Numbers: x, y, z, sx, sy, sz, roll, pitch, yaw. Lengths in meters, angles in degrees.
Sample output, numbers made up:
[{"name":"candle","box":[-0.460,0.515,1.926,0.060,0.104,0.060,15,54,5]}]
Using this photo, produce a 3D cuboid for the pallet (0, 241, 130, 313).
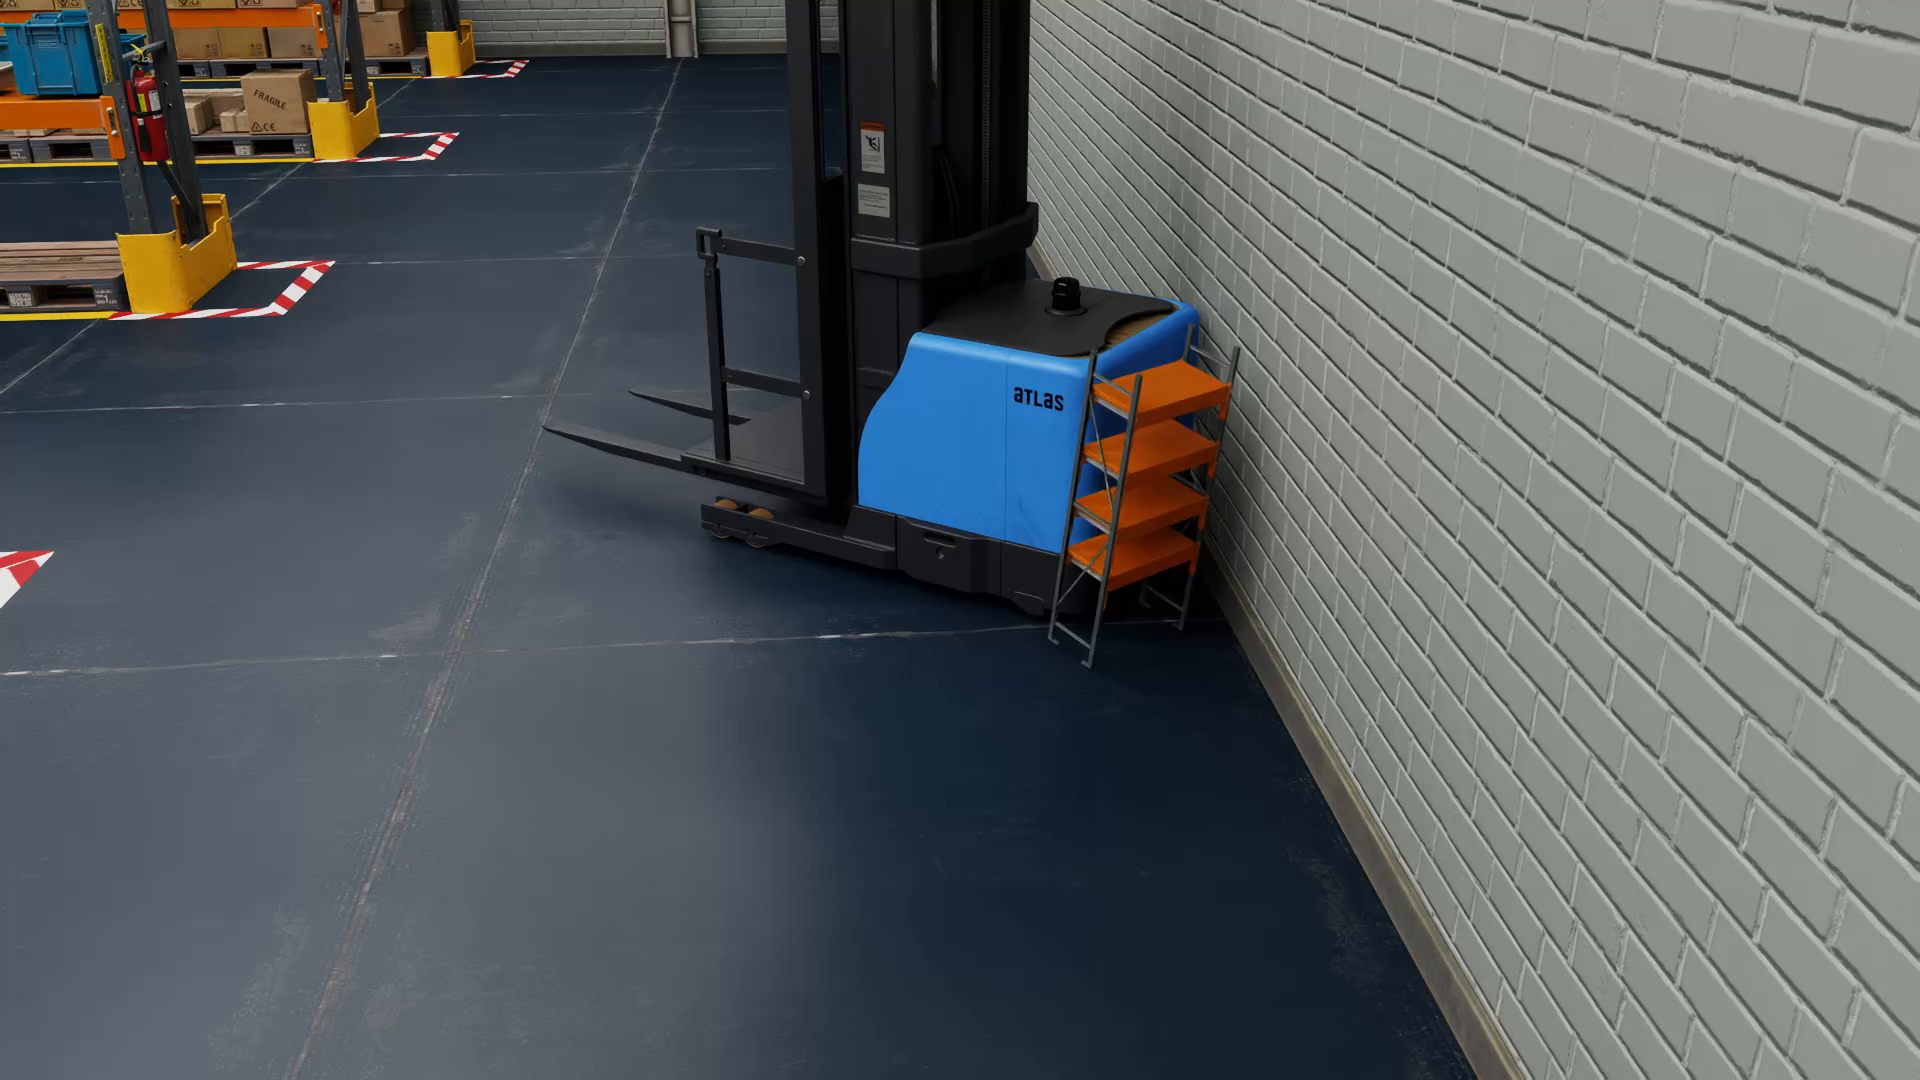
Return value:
[{"name":"pallet","box":[-5.949,-1.732,10.886,1.213,0.211,1.003,-2,24,-5]}]

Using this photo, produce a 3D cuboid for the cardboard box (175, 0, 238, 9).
[{"name":"cardboard box","box":[-6.543,-4.921,14.505,0.500,0.500,0.500,-2,24,-5]}]

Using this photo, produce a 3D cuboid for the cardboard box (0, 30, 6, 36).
[{"name":"cardboard box","box":[-10.713,-5.999,19.183,0.750,0.750,0.750,-2,24,-5]}]

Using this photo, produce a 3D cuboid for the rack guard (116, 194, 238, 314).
[{"name":"rack guard","box":[-5.102,-1.887,10.880,0.348,0.500,1.175,-2,24,-5]}]

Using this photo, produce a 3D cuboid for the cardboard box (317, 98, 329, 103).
[{"name":"cardboard box","box":[-6.058,-4.046,15.628,0.250,0.149,0.380,-2,24,-5]}]

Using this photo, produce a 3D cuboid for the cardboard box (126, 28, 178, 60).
[{"name":"cardboard box","box":[-9.325,-5.906,19.405,0.500,0.500,0.700,-2,24,-4]}]

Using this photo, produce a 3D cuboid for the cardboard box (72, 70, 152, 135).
[{"name":"cardboard box","box":[-7.719,-4.003,15.095,0.637,0.503,0.797,-2,24,-5]}]

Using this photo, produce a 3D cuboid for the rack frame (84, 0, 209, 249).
[{"name":"rack frame","box":[-5.125,-3.023,10.358,0.127,3.000,1.000,-2,24,-5]}]

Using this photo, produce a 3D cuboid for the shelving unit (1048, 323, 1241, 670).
[{"name":"shelving unit","box":[0.660,-0.151,6.077,0.503,1.200,0.258,-19,39,-36]}]

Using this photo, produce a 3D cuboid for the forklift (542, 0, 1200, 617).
[{"name":"forklift","box":[-0.532,-1.473,6.954,3.031,2.935,1.130,14,28,29]}]

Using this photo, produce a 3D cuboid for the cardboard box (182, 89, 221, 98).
[{"name":"cardboard box","box":[-7.172,-4.023,15.452,0.500,0.250,0.500,-2,24,-5]}]

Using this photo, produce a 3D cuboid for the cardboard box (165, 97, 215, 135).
[{"name":"cardboard box","box":[-7.073,-3.823,15.002,0.500,0.250,0.500,-2,24,-5]}]

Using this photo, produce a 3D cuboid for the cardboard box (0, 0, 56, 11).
[{"name":"cardboard box","box":[-8.047,-4.862,14.373,0.500,0.500,0.500,-2,24,-5]}]

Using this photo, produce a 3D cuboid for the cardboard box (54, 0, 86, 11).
[{"name":"cardboard box","box":[-7.541,-4.883,14.421,0.500,0.500,0.500,-3,24,-6]}]

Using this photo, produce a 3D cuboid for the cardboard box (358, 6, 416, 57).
[{"name":"cardboard box","box":[-6.785,-6.009,19.636,0.500,0.500,0.700,-2,24,-5]}]

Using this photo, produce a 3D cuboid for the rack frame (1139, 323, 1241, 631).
[{"name":"rack frame","box":[0.848,-0.215,6.220,0.015,1.200,0.240,-19,39,-36]}]

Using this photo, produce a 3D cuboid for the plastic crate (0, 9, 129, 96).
[{"name":"plastic crate","box":[-5.440,-2.978,10.139,0.499,0.435,0.616,-2,24,-5]}]

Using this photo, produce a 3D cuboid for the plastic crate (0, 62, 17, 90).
[{"name":"plastic crate","box":[-5.918,-2.824,10.162,0.243,0.136,0.396,-2,24,-5]}]

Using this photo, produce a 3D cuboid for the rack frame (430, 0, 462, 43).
[{"name":"rack frame","box":[-6.098,-7.028,19.368,0.127,3.000,1.000,-2,24,-5]}]

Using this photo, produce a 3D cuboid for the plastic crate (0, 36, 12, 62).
[{"name":"plastic crate","box":[-6.058,-3.071,10.598,0.300,0.233,0.416,-2,24,-5]}]

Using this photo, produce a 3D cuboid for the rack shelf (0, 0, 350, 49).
[{"name":"rack shelf","box":[-7.598,-4.617,14.830,4.000,0.370,1.077,-2,24,-5]}]

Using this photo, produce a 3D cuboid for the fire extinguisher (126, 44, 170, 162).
[{"name":"fire extinguisher","box":[-4.930,-2.640,10.050,0.183,0.674,0.296,-2,24,-5]}]

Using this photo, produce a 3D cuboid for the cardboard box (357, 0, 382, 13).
[{"name":"cardboard box","box":[-6.895,-6.226,19.327,0.250,0.149,0.380,-3,24,-6]}]

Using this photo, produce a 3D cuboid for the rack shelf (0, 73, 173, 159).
[{"name":"rack shelf","box":[-7.115,-2.615,10.325,4.000,0.370,1.077,-2,24,-5]}]

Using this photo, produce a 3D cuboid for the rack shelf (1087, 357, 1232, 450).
[{"name":"rack shelf","box":[0.698,-0.488,5.877,0.480,0.148,0.258,-19,39,-36]}]

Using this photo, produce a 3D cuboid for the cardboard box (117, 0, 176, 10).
[{"name":"cardboard box","box":[-7.040,-4.903,14.466,0.500,0.500,0.500,-2,24,-5]}]

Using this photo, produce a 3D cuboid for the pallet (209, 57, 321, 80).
[{"name":"pallet","box":[-8.098,-5.642,19.684,1.213,0.211,1.003,-2,24,-5]}]

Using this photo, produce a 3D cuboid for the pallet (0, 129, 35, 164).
[{"name":"pallet","box":[-8.905,-3.618,15.131,1.213,0.211,1.003,-2,24,-5]}]

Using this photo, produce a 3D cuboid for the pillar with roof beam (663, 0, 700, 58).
[{"name":"pillar with roof beam","box":[-3.073,-8.486,15.263,0.400,9.000,9.100,-2,24,-5]}]

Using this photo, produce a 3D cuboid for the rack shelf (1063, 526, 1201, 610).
[{"name":"rack shelf","box":[0.635,0.076,6.213,0.480,0.148,0.258,-19,39,-36]}]

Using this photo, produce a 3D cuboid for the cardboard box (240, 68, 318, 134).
[{"name":"cardboard box","box":[-6.125,-3.963,15.009,0.500,0.500,0.500,-2,24,-5]}]

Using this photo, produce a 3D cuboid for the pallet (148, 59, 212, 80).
[{"name":"pallet","box":[-9.315,-5.592,19.572,1.213,0.211,1.003,-2,24,-5]}]

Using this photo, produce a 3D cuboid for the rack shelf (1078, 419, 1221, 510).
[{"name":"rack shelf","box":[0.675,-0.285,5.997,0.480,0.148,0.258,-19,39,-36]}]

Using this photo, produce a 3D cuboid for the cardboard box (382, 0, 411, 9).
[{"name":"cardboard box","box":[-6.680,-6.391,19.698,0.250,0.149,0.380,-2,24,-5]}]

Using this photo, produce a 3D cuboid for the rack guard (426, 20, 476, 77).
[{"name":"rack guard","box":[-6.075,-5.886,19.878,0.348,0.500,1.175,-2,24,-5]}]

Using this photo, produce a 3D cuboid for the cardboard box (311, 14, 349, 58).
[{"name":"cardboard box","box":[-7.283,-5.989,19.591,0.500,0.500,0.700,-2,24,-5]}]

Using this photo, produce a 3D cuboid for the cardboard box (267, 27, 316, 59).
[{"name":"cardboard box","box":[-7.784,-5.968,19.546,0.500,0.500,0.700,-3,24,-7]}]

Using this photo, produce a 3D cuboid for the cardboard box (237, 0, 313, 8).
[{"name":"cardboard box","box":[-6.027,-4.943,14.555,0.500,0.500,0.500,-2,24,-4]}]

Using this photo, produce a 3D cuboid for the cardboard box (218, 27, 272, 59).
[{"name":"cardboard box","box":[-8.314,-5.944,19.491,0.500,0.500,0.700,-2,24,-4]}]

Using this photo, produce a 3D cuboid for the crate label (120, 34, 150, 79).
[{"name":"crate label","box":[-5.403,-3.097,10.658,0.303,0.233,0.416,-2,24,-5]}]

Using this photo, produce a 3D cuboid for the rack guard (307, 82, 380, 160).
[{"name":"rack guard","box":[-5.683,-3.880,15.364,0.348,0.500,1.175,-2,24,-5]}]

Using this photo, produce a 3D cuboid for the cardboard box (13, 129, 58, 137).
[{"name":"cardboard box","box":[-8.290,-3.740,14.918,0.250,0.166,0.380,-2,24,-5]}]

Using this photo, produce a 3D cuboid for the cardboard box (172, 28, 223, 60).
[{"name":"cardboard box","box":[-8.825,-5.925,19.447,0.500,0.500,0.700,-3,24,-6]}]

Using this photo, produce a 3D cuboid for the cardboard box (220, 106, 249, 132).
[{"name":"cardboard box","box":[-6.537,-3.831,15.122,0.250,0.166,0.380,-2,24,-5]}]

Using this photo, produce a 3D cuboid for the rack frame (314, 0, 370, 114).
[{"name":"rack frame","box":[-5.608,-5.025,14.863,0.127,3.000,1.000,-2,24,-5]}]

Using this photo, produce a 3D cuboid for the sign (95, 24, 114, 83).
[{"name":"sign","box":[-5.054,-2.876,9.827,0.005,0.325,0.100,-2,24,-5]}]

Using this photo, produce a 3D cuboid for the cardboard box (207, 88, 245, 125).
[{"name":"cardboard box","box":[-6.674,-4.043,15.497,0.500,0.250,0.500,-2,24,-5]}]

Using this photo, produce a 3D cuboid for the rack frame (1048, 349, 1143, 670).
[{"name":"rack frame","box":[0.473,-0.088,5.935,0.015,1.200,0.240,-19,39,-36]}]

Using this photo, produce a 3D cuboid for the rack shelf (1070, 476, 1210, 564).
[{"name":"rack shelf","box":[0.654,-0.094,6.111,0.480,0.148,0.258,-19,39,-36]}]

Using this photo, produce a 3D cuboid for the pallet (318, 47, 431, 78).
[{"name":"pallet","box":[-6.886,-5.690,19.791,1.213,0.211,1.003,-2,24,-5]}]

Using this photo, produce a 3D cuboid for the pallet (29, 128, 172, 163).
[{"name":"pallet","box":[-7.688,-3.668,15.244,1.213,0.211,1.003,-2,24,-5]}]

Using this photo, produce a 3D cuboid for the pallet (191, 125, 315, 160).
[{"name":"pallet","box":[-6.477,-3.716,15.350,1.213,0.211,1.003,-2,24,-5]}]
